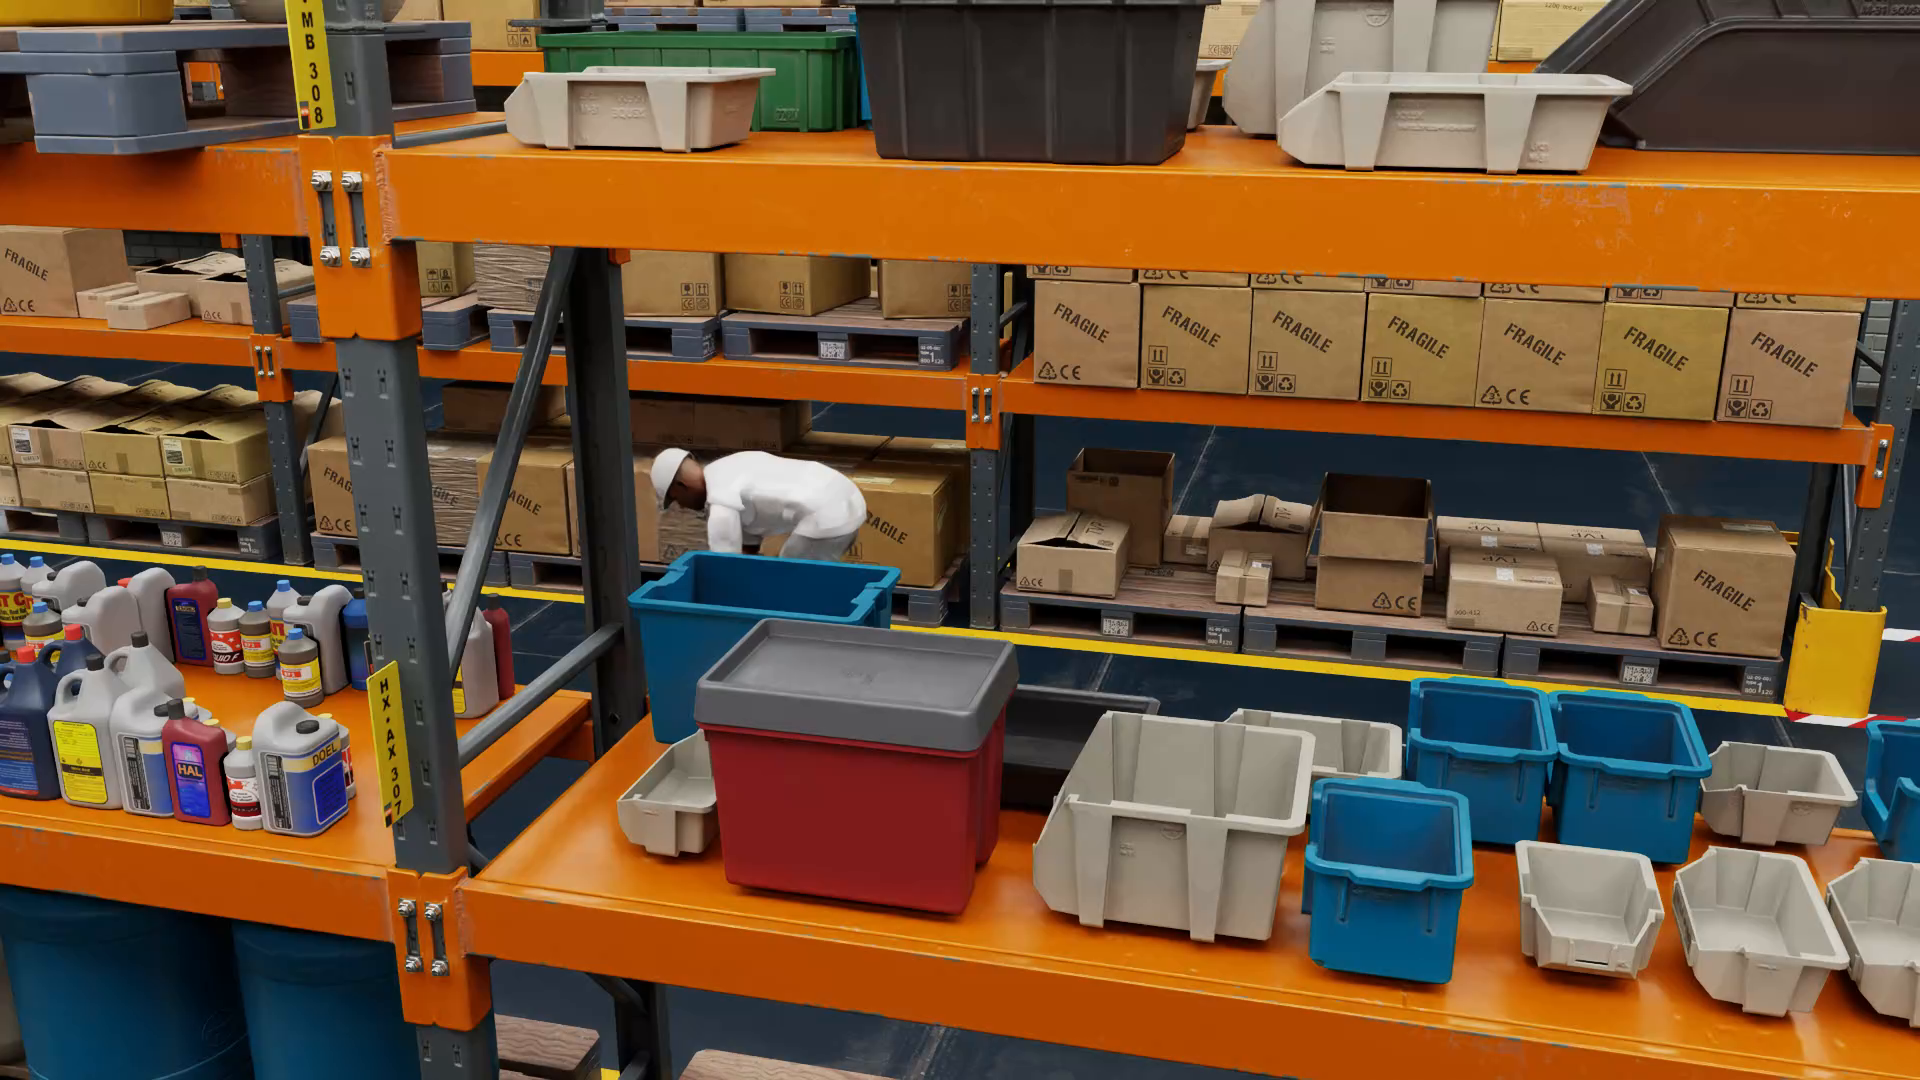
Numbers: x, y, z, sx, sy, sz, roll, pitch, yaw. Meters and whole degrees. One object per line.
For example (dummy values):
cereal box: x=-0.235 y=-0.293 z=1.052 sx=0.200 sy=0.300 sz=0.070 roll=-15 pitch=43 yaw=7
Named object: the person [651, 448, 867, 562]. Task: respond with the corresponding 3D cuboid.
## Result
person: x=-0.908 y=0.166 z=7.499 sx=0.974 sy=1.148 sz=0.479 roll=4 pitch=19 yaw=13
